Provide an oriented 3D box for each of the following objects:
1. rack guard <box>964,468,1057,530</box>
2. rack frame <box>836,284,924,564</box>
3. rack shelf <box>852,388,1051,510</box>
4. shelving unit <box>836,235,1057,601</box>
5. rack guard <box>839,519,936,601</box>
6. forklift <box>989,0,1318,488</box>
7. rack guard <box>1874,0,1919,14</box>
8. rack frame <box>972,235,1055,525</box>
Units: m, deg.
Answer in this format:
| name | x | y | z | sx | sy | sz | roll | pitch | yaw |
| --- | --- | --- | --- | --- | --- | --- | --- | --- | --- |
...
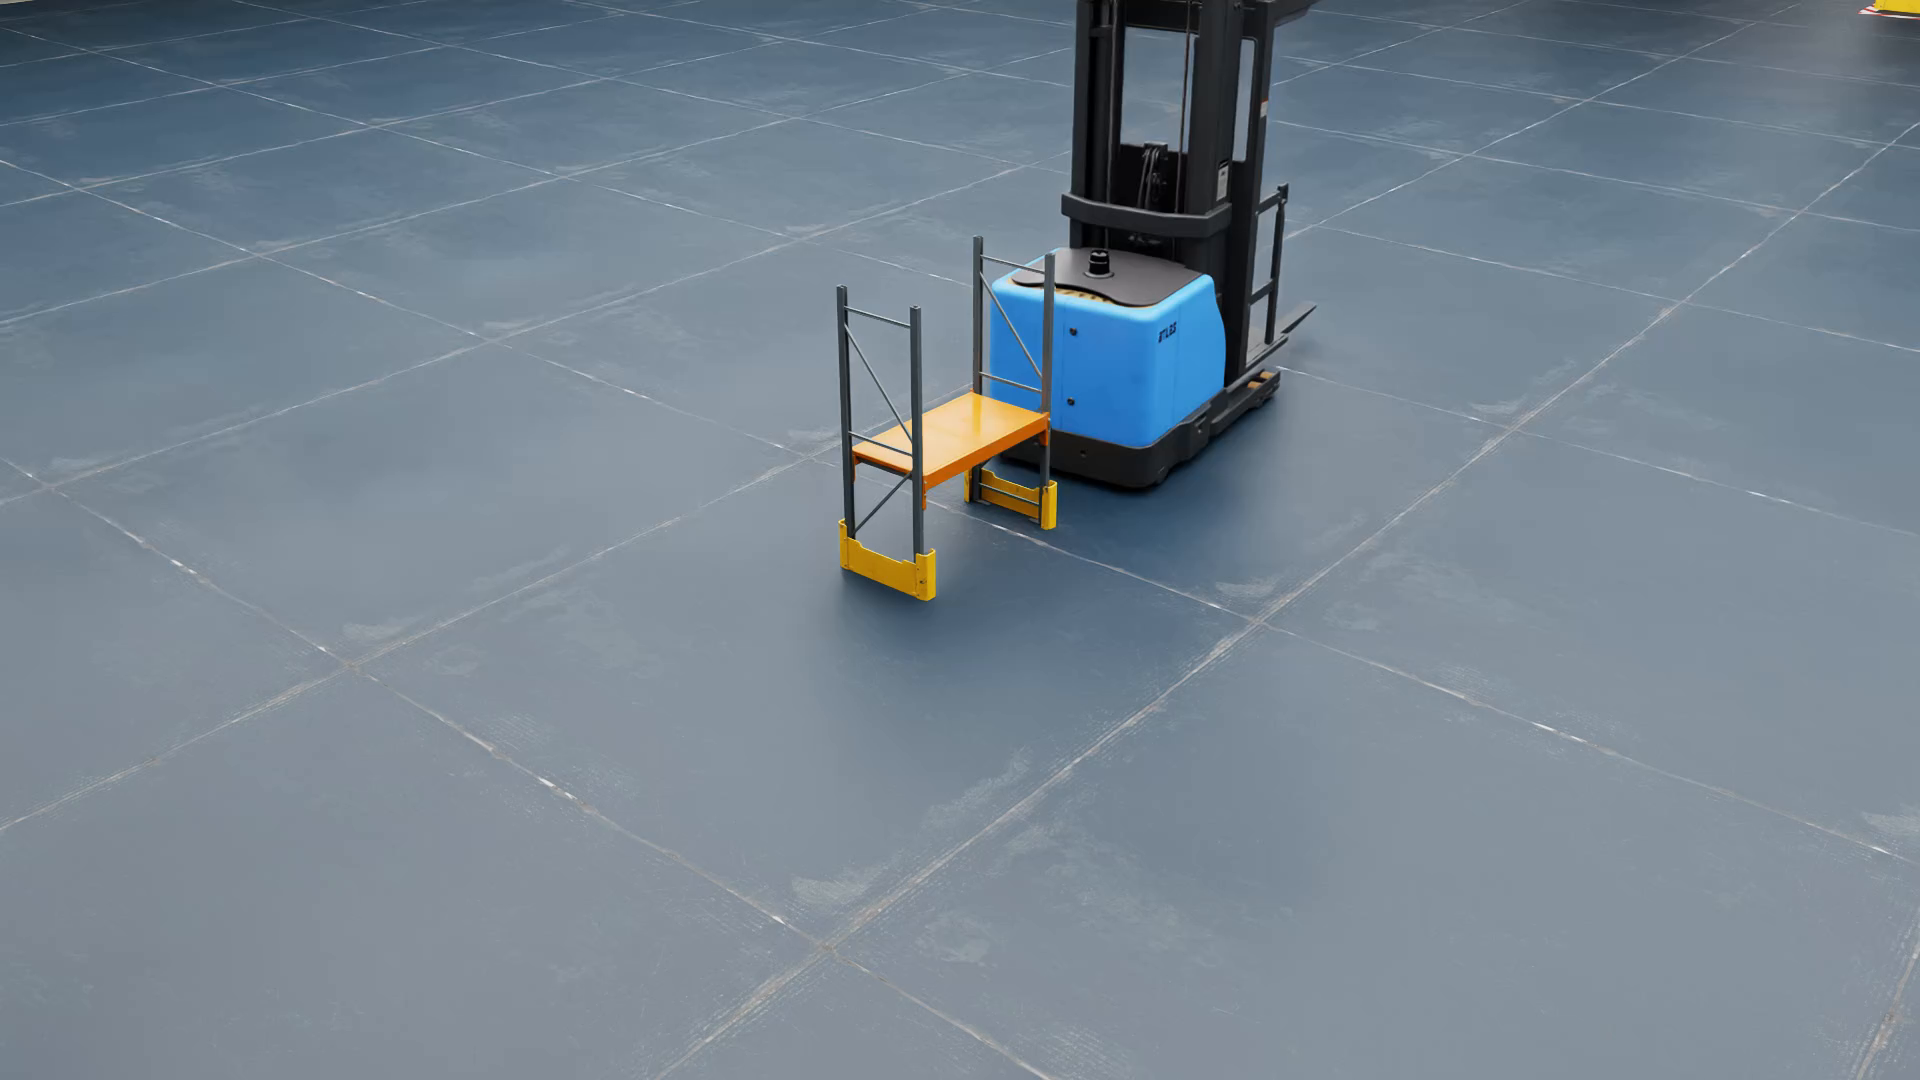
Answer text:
| name | x | y | z | sx | sy | sz | roll | pitch | yaw |
| --- | --- | --- | --- | --- | --- | --- | --- | --- | --- |
| rack guard | 0.268 | -0.261 | 8.982 | 0.587 | 0.250 | 0.087 | 21 | 34 | 34 |
| rack frame | -0.378 | -0.456 | 7.999 | 0.500 | 1.500 | 0.032 | 21 | 34 | 34 |
| rack shelf | -0.054 | -0.476 | 8.430 | 0.538 | 0.185 | 1.000 | 21 | 34 | 34 |
| shelving unit | -0.048 | -0.639 | 8.353 | 0.587 | 1.500 | 1.083 | 21 | 34 | 34 |
| rack guard | -0.365 | 0.093 | 8.299 | 0.587 | 0.250 | 0.087 | 21 | 34 | 34 |
| forklift | 1.361 | -2.223 | 9.857 | 1.130 | 2.935 | 3.031 | 16 | 31 | 28 |
| rack guard | 13.114 | -7.418 | 22.546 | 1.175 | 0.500 | 0.348 | 21 | 34 | 34 |
| rack frame | 0.269 | -0.816 | 8.695 | 0.500 | 1.500 | 0.032 | 21 | 34 | 34 |
